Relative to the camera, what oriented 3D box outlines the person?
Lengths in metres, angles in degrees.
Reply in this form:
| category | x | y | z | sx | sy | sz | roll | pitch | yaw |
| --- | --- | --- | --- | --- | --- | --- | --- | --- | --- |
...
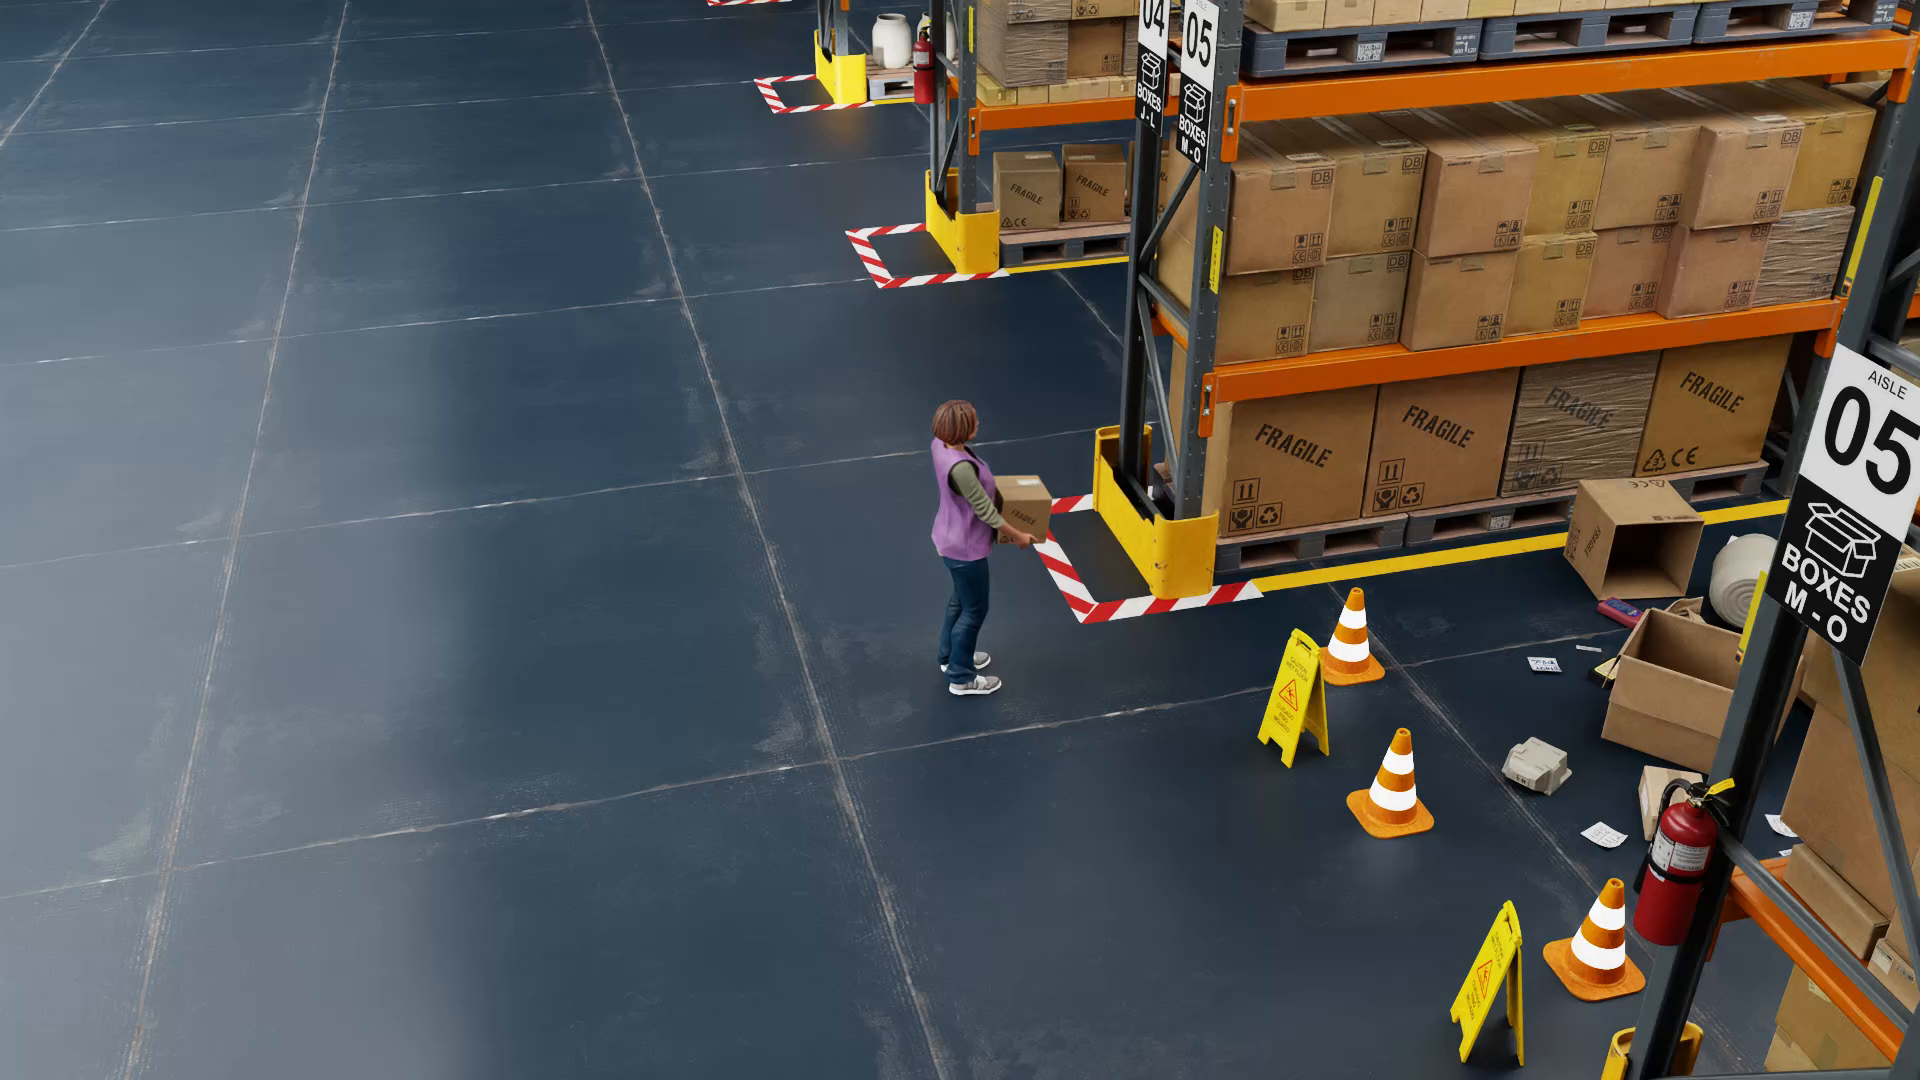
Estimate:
| category | x | y | z | sx | sy | sz | roll | pitch | yaw |
| --- | --- | --- | --- | --- | --- | --- | --- | --- | --- |
| person | 0.109 | 0.024 | 8.207 | 0.489 | 1.589 | 0.405 | -7 | 31 | -12 |
